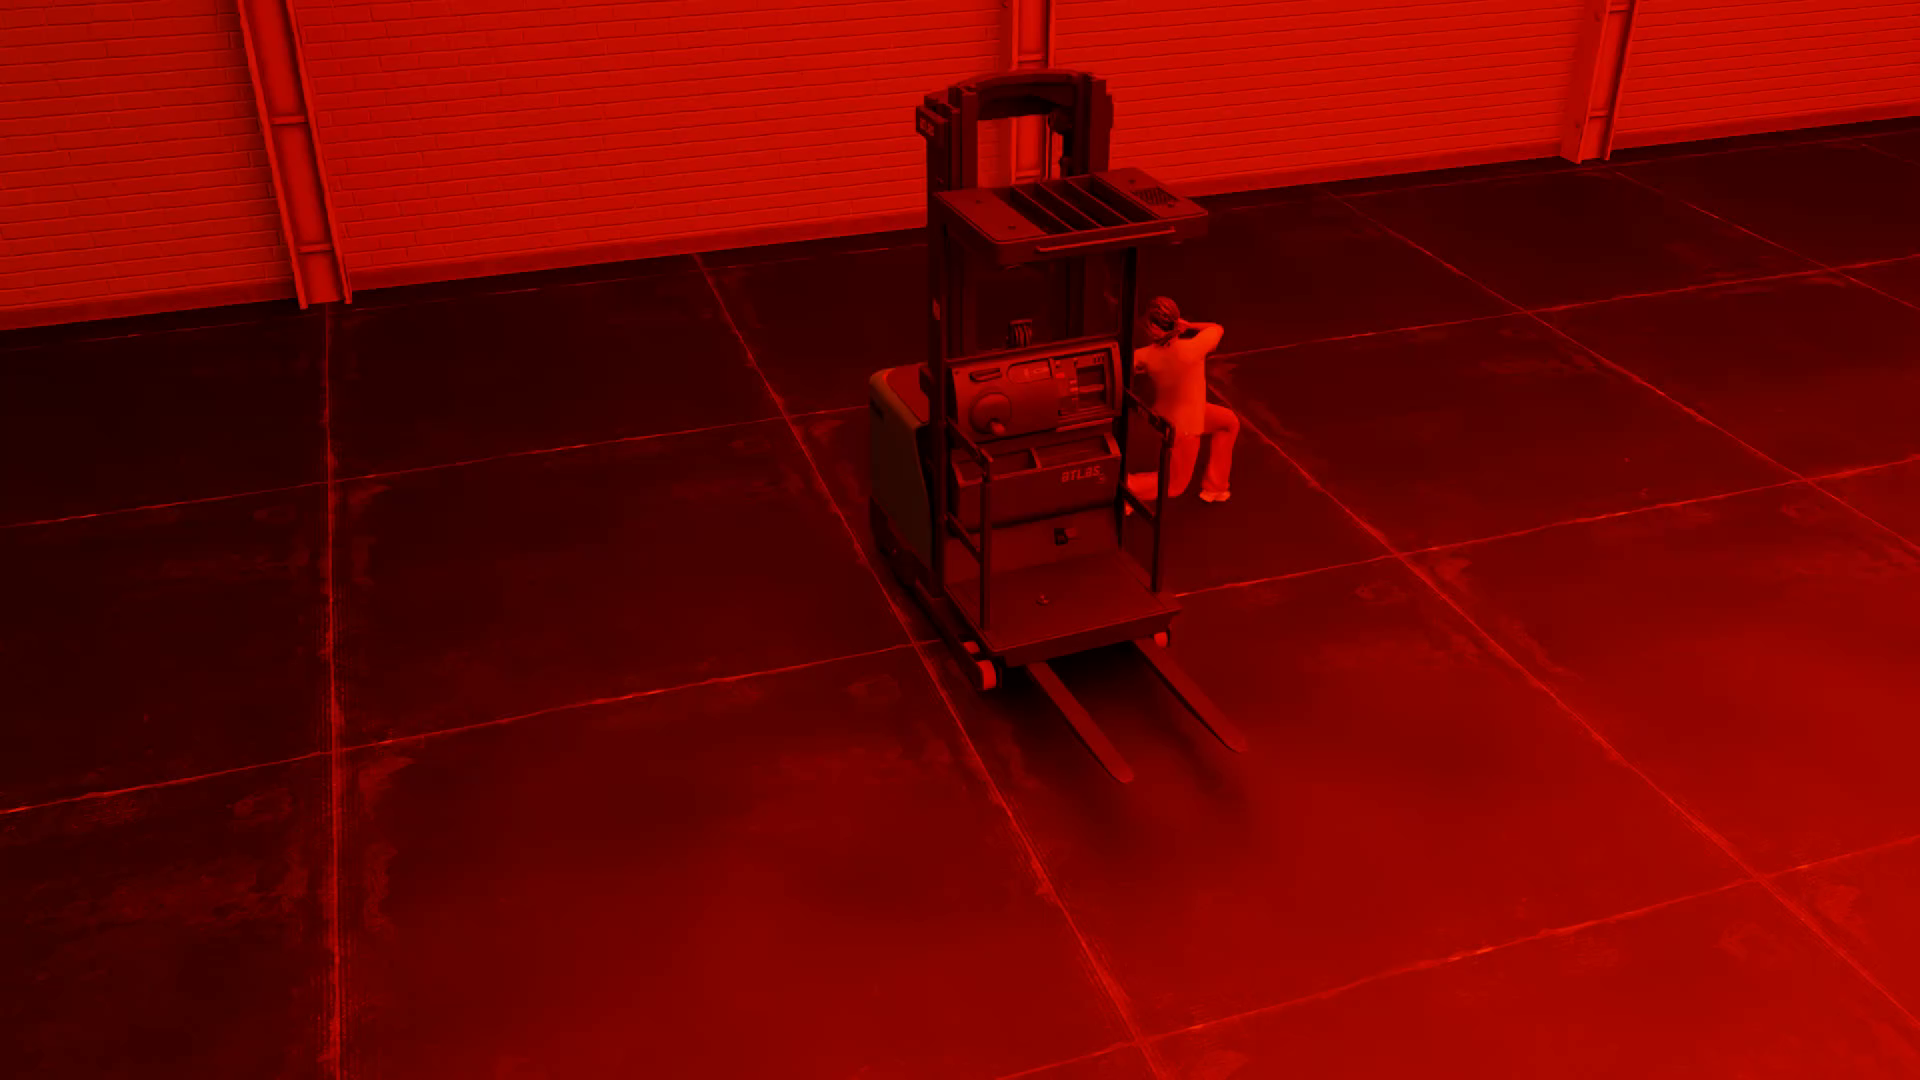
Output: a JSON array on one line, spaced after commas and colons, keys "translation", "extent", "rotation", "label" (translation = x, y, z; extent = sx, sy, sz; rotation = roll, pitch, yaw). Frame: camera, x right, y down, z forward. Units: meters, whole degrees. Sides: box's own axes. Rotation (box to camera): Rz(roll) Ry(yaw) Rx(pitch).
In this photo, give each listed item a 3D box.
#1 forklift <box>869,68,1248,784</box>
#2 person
[{"translation": [0.484, -0.722, 8.342], "extent": [1.130, 2.935, 3.031], "rotation": [-11, 32, -19], "label": "forklift"}, {"translation": [1.213, -0.838, 10.110], "extent": [0.959, 1.415, 0.723], "rotation": [-16, 34, -26], "label": "person"}]
